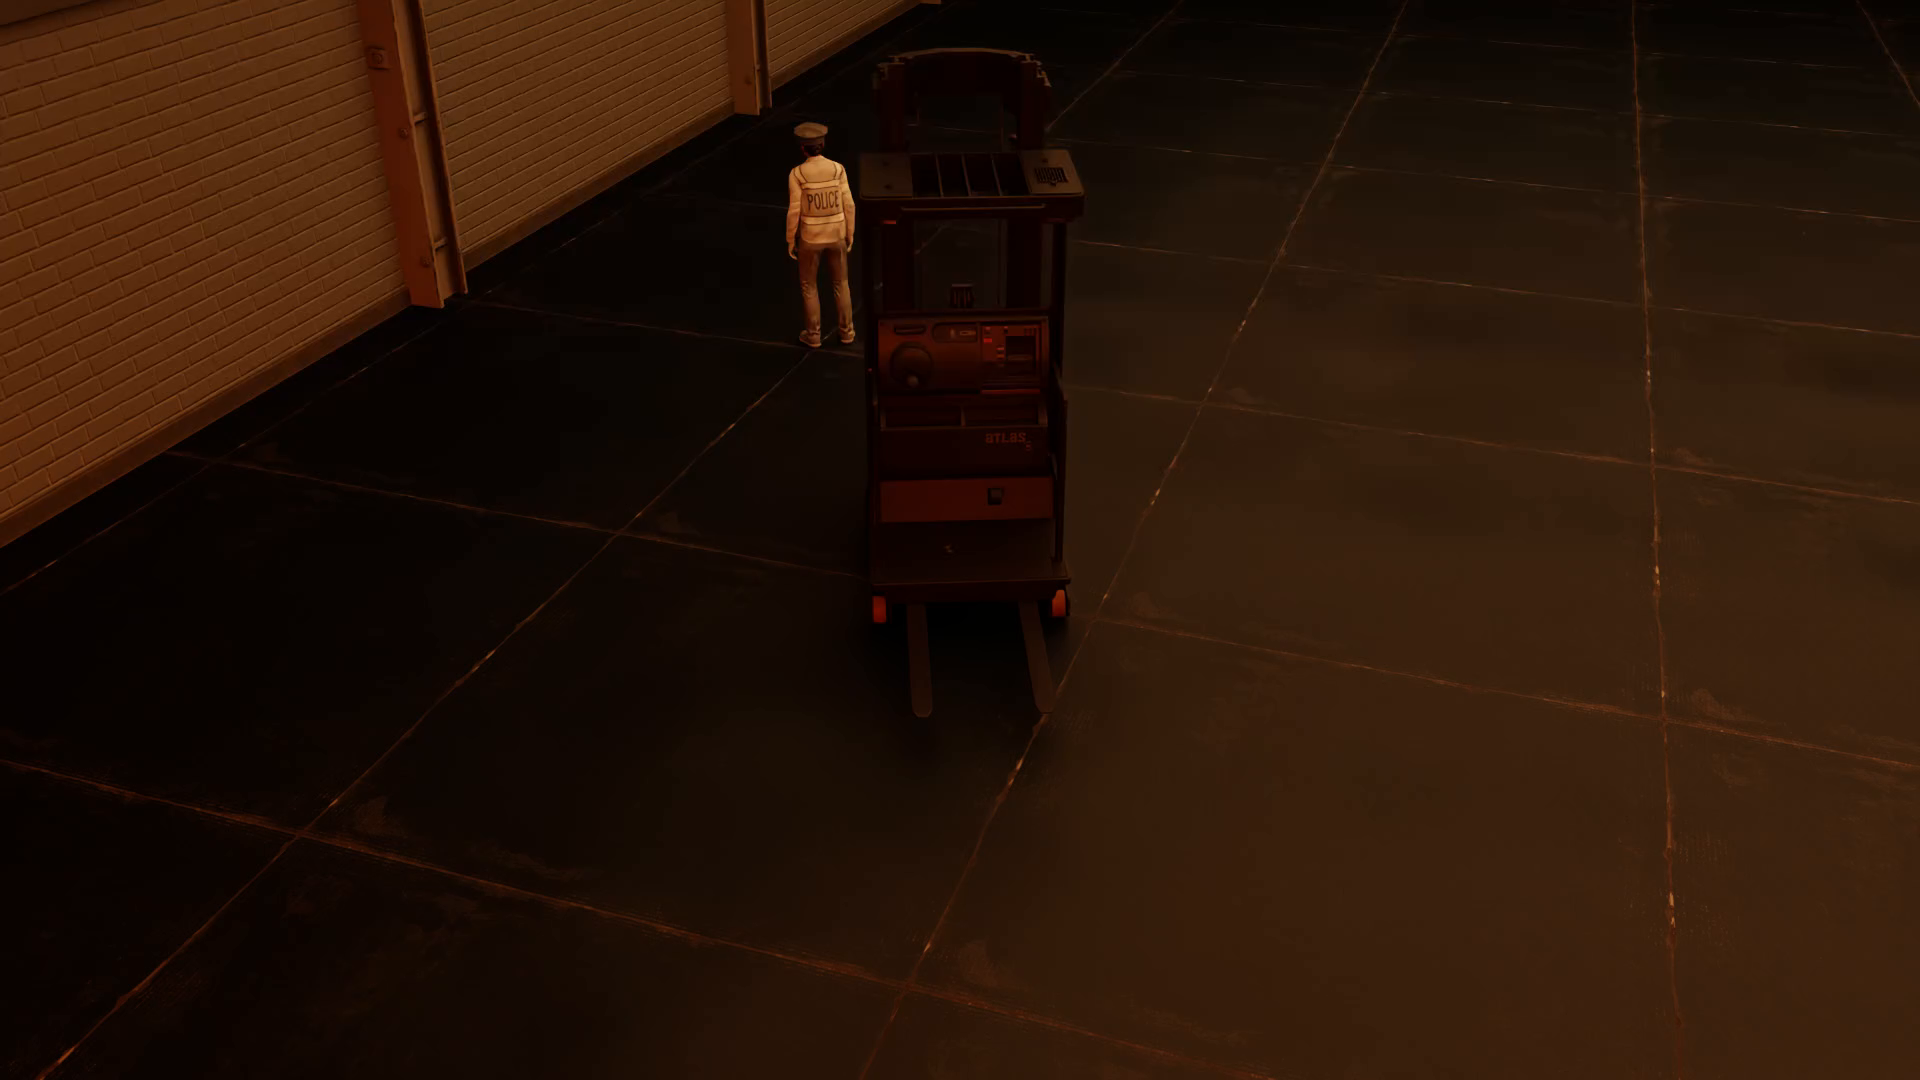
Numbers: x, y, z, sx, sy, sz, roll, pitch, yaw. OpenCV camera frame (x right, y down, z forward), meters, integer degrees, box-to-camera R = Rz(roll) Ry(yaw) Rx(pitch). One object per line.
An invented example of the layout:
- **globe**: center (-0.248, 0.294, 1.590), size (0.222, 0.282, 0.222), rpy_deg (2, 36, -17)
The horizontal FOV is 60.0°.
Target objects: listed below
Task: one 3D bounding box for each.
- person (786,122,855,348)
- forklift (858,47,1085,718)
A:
- **person**: center (-1.036, -2.238, 12.346), size (0.528, 1.662, 0.376), rpy_deg (-10, 31, -17)
- **forklift**: center (0.035, -0.972, 8.842), size (1.130, 2.935, 3.031), rpy_deg (-2, 30, -3)
